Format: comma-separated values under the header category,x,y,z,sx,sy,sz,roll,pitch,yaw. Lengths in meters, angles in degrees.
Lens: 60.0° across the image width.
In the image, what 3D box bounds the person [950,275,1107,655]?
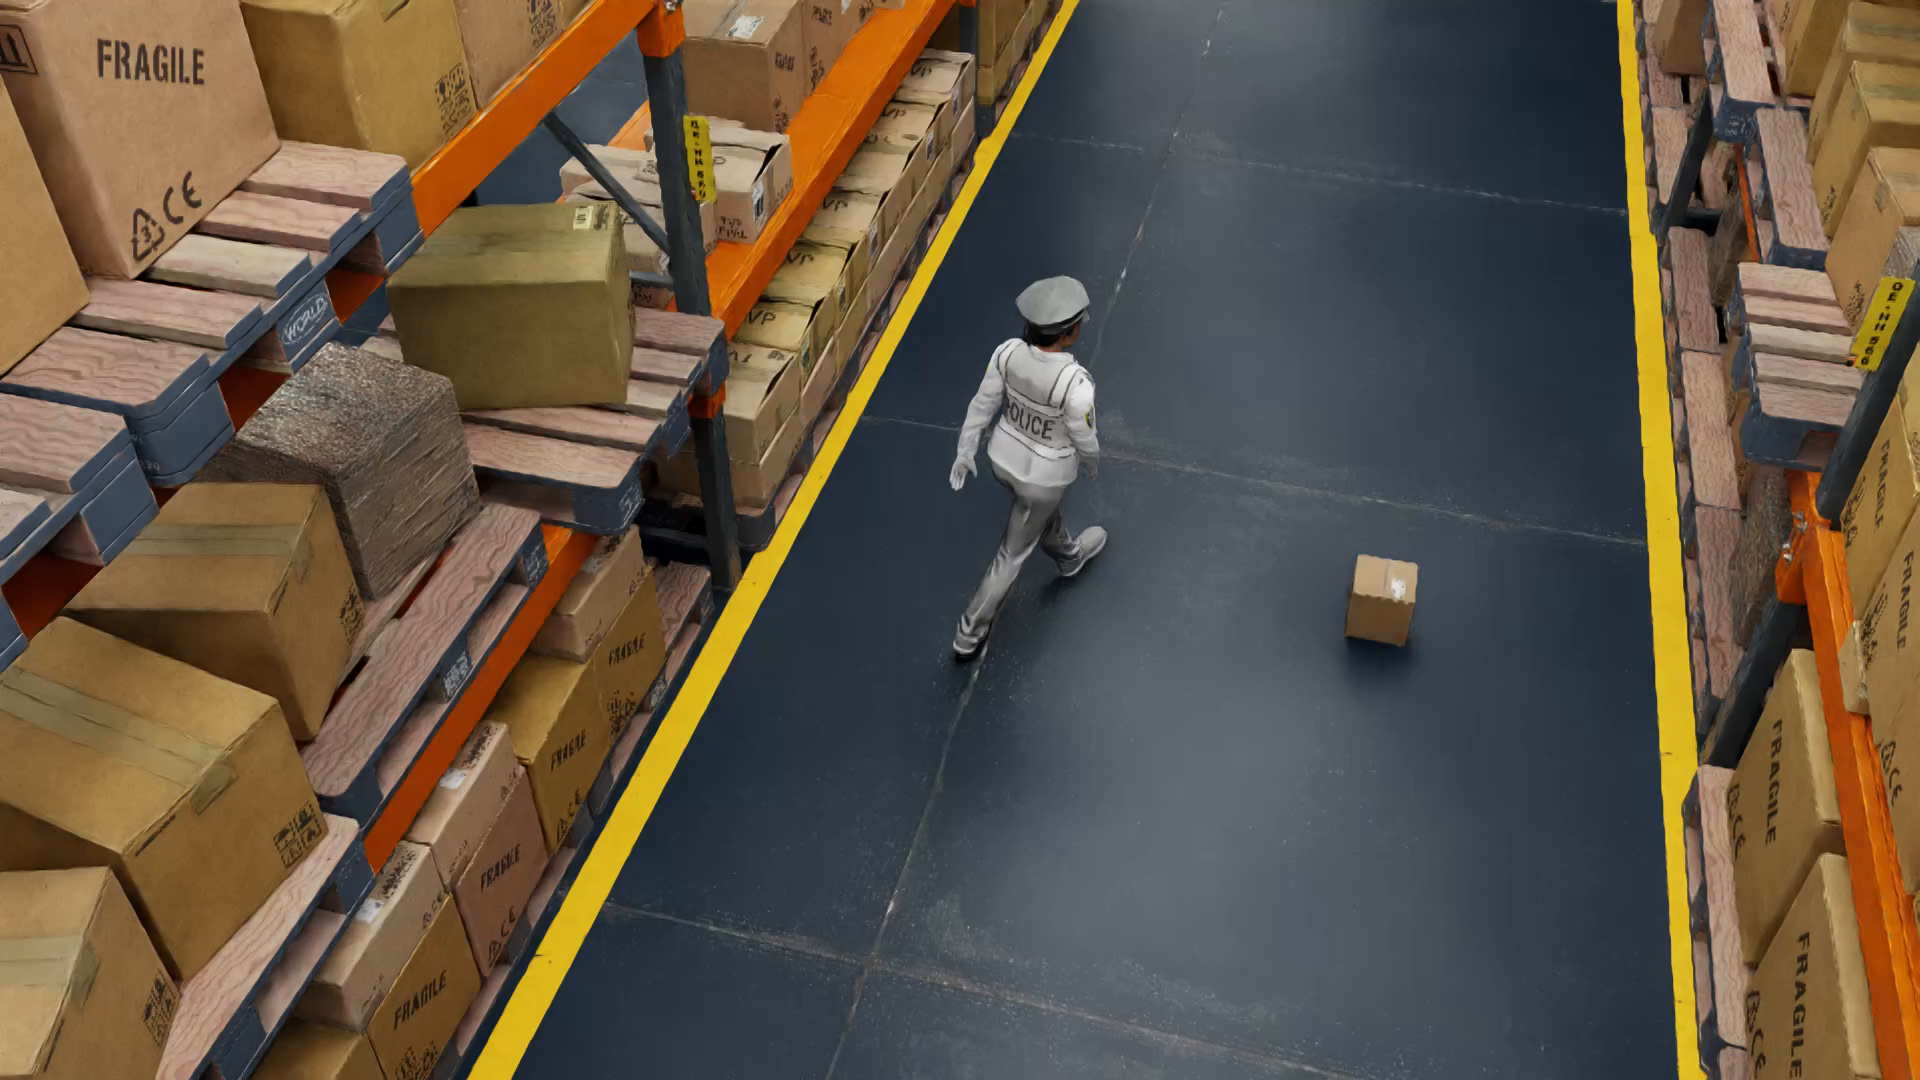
category,x,y,z,sx,sy,sz,roll,pitch,yaw
person,0.337,-0.321,6.523,0.944,1.628,0.529,-32,51,-31
